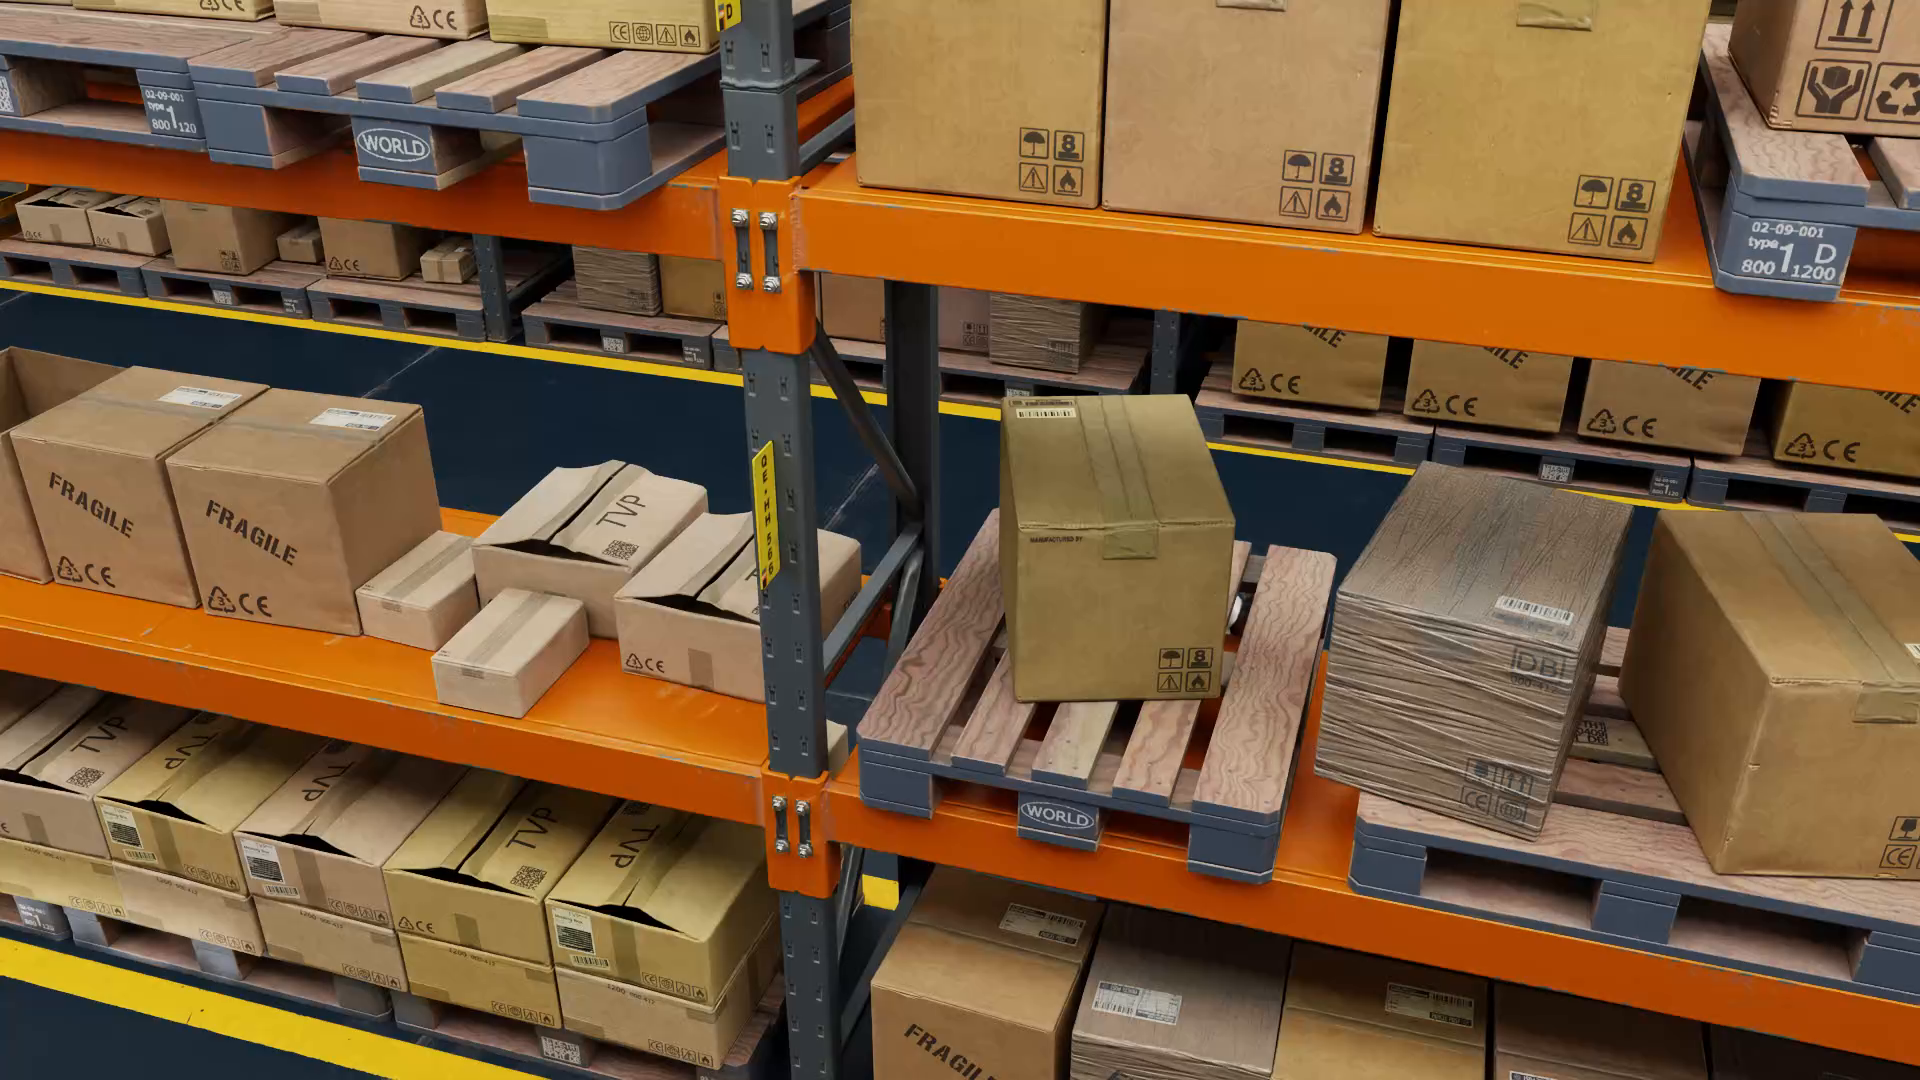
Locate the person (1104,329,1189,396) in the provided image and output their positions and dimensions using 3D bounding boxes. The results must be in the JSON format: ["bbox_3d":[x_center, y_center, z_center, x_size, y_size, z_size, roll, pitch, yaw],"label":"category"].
[{"bbox_3d":[0.606,0.022,6.079,0.373,1.668,0.495,8,30,13],"label":"person"}]
